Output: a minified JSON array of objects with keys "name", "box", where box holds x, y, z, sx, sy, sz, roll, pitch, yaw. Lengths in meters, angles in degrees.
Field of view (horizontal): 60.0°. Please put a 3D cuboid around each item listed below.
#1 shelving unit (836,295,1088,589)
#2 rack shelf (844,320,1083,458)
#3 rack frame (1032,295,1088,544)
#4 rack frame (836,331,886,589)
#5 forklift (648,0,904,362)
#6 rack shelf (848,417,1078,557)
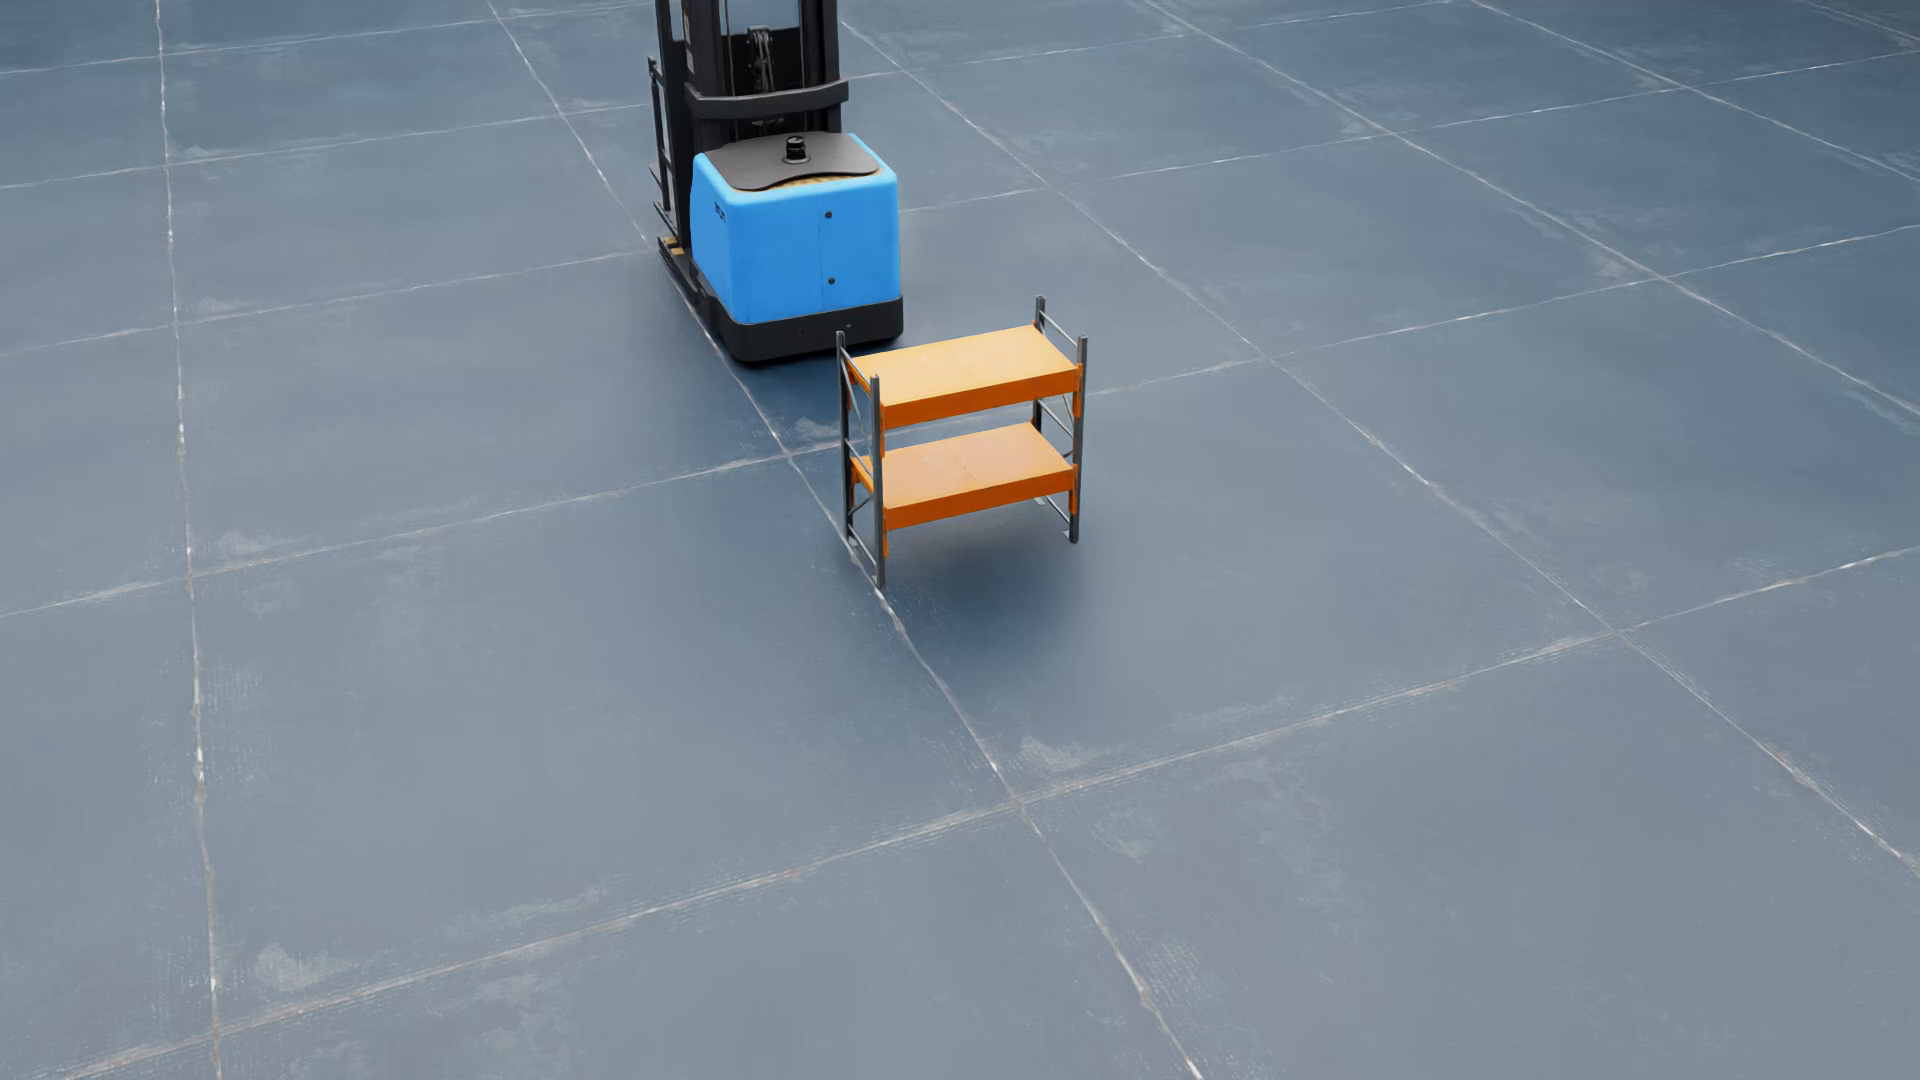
[{"name":"shelving unit","box":[0.006,-0.473,7.945,1.048,1.125,0.538,-13,35,-19]},{"name":"rack shelf","box":[0.006,-0.718,7.786,1.000,0.278,0.538,-13,35,-19]},{"name":"rack frame","box":[0.475,-0.580,8.110,0.032,1.125,0.500,-13,35,-19]},{"name":"rack frame","box":[-0.462,-0.366,7.780,0.032,1.125,0.500,-13,35,-19]},{"name":"forklift","box":[-1.365,-3.063,10.271,1.130,2.935,3.031,-12,35,-18]},{"name":"rack shelf","box":[0.006,-0.268,8.079,1.000,0.278,0.538,-13,35,-19]}]
